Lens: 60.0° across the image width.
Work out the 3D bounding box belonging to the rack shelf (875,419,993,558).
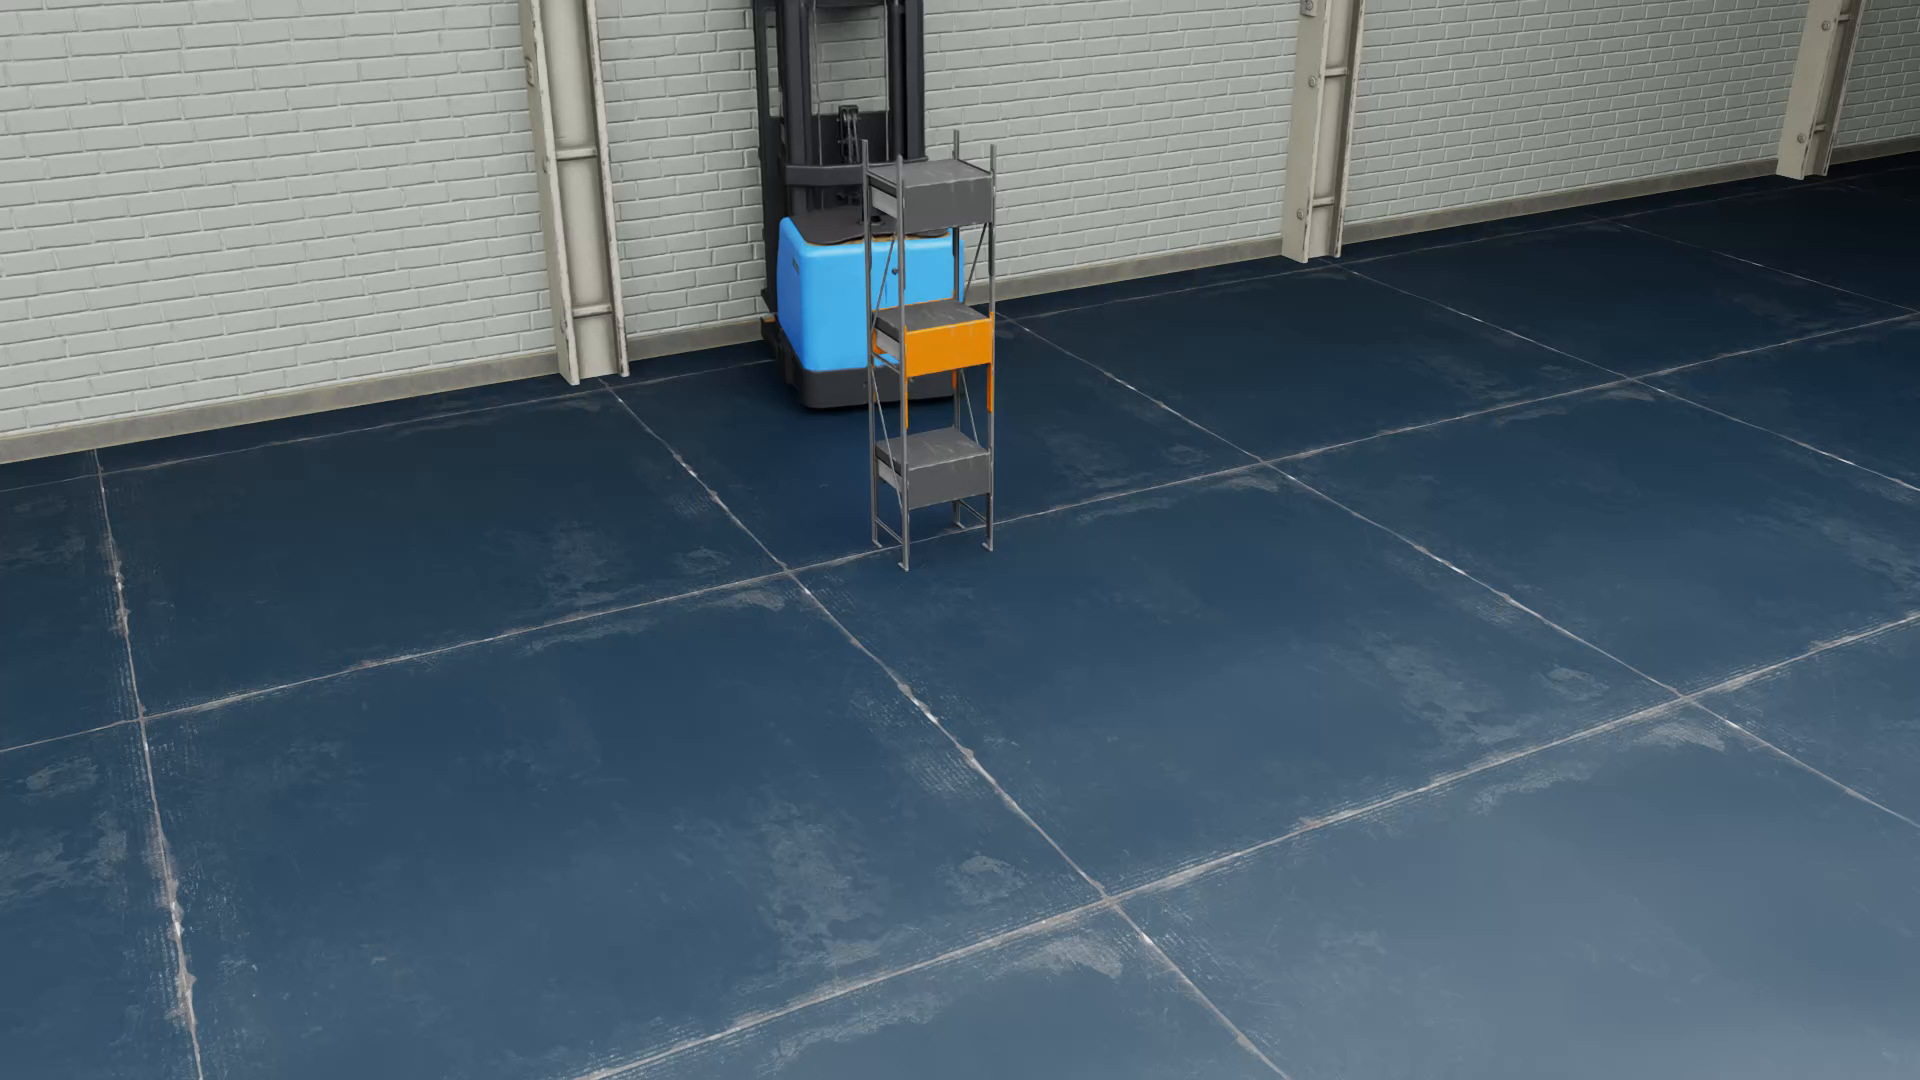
[{"bbox_3d":[-0.146,-0.270,8.534,0.480,0.518,0.431,-13,29,-25],"label":"rack shelf"}]

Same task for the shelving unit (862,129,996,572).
[{"bbox_3d":[-0.146,-0.913,8.225,0.503,2.100,0.431,-13,29,-25],"label":"shelving unit"}]

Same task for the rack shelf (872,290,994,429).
[{"bbox_3d":[-0.146,-0.901,8.231,0.480,0.518,0.431,-13,29,-25],"label":"rack shelf"}]

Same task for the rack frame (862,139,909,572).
[{"bbox_3d":[-0.361,-0.863,8.122,0.015,2.100,0.400,-13,29,-25],"label":"rack frame"}]

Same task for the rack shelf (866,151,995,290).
[{"bbox_3d":[-0.146,-1.532,7.928,0.480,0.518,0.431,-13,29,-25],"label":"rack shelf"}]

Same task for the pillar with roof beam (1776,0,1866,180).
[{"bbox_3d":[10.181,-5.965,10.776,0.400,9.000,9.100,-13,29,-25],"label":"pillar with roof beam"}]

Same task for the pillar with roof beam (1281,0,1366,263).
[{"bbox_3d":[4.887,-4.743,8.231,0.400,9.000,9.100,-13,29,-25],"label":"pillar with roof beam"}]

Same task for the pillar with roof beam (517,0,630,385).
[{"bbox_3d":[-0.407,-3.521,5.686,0.400,9.000,9.100,-13,29,-25],"label":"pillar with roof beam"}]

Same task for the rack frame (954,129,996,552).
[{"bbox_3d":[0.069,-0.963,8.329,0.015,2.100,0.400,-13,29,-25],"label":"rack frame"}]

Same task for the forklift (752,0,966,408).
[{"bbox_3d":[-0.833,-2.751,11.092,1.130,2.935,3.031,-7,26,-13],"label":"forklift"}]
